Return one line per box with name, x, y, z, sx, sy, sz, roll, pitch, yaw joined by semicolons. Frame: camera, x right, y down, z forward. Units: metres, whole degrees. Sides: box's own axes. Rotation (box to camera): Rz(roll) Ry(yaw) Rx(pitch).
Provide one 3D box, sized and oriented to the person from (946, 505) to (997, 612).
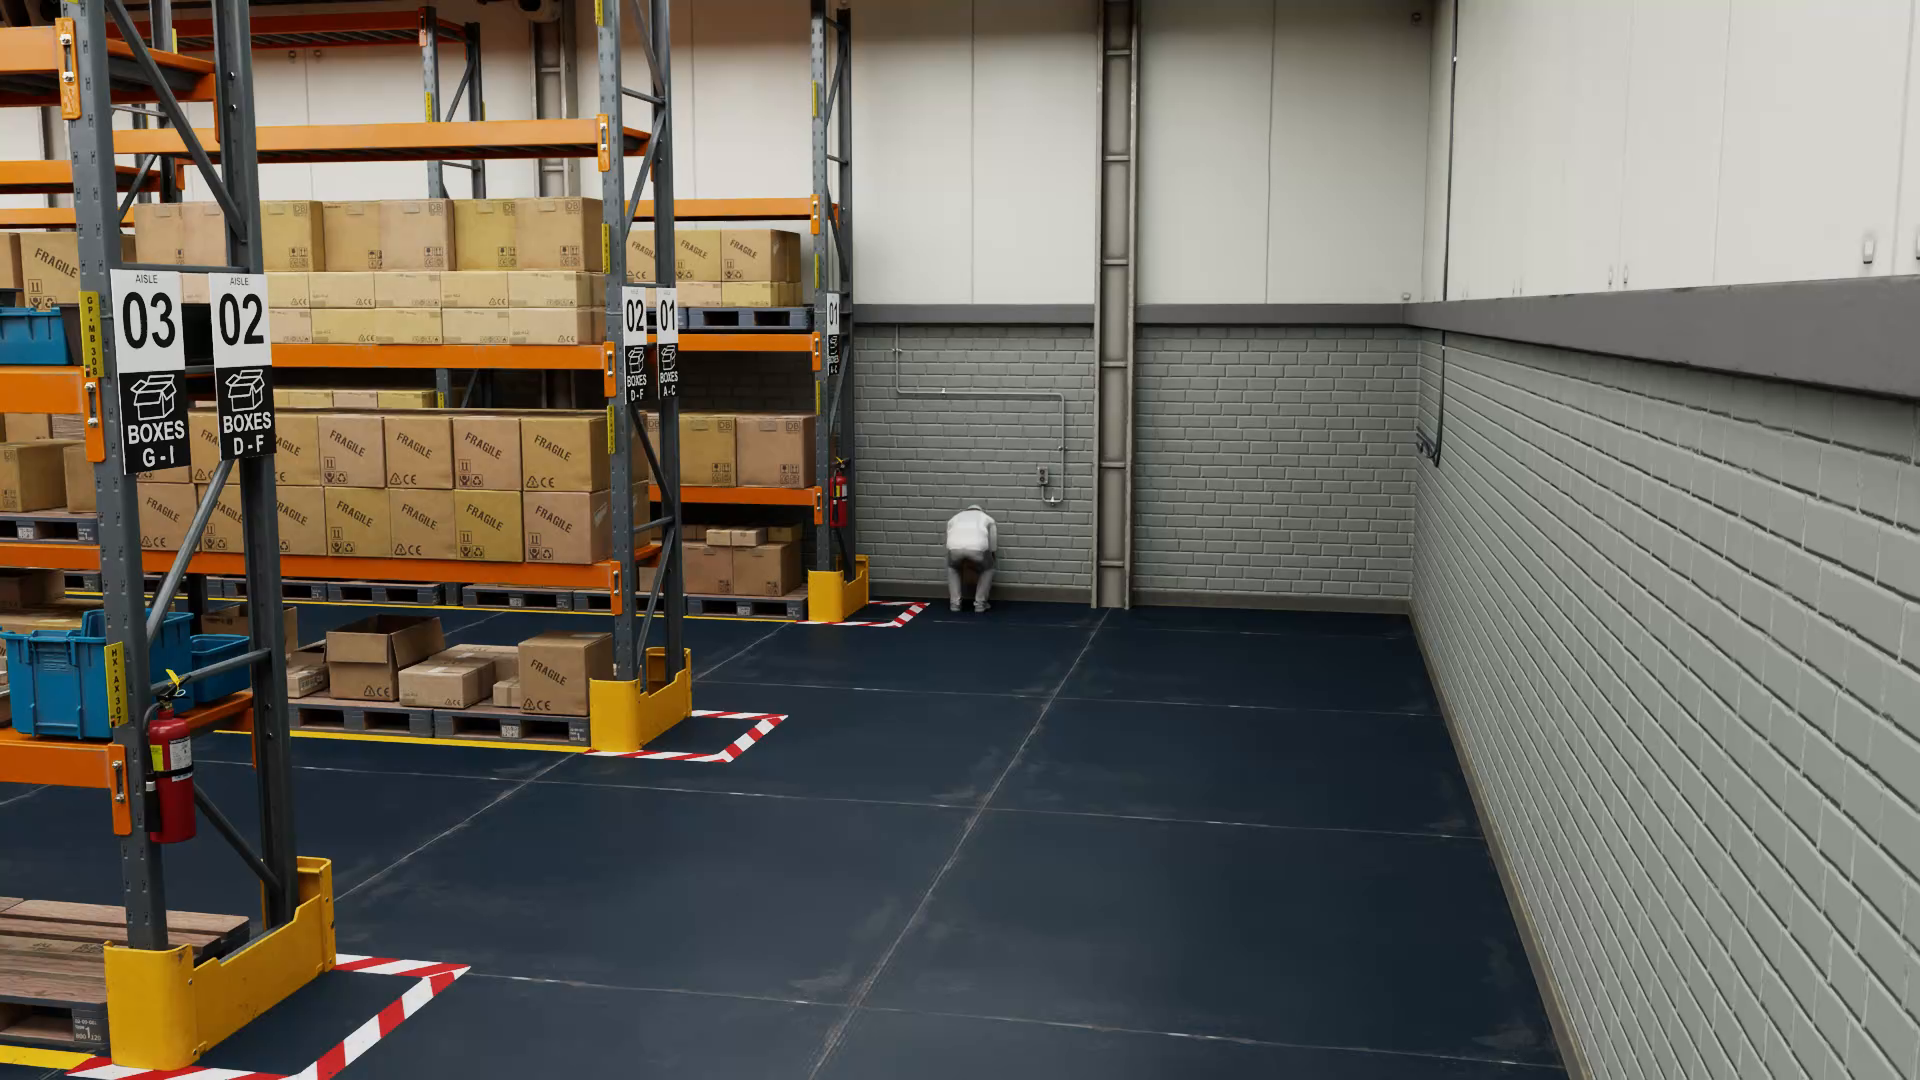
person;0.107;0.189;17.096;0.525;1.017;0.959;1;8;9
